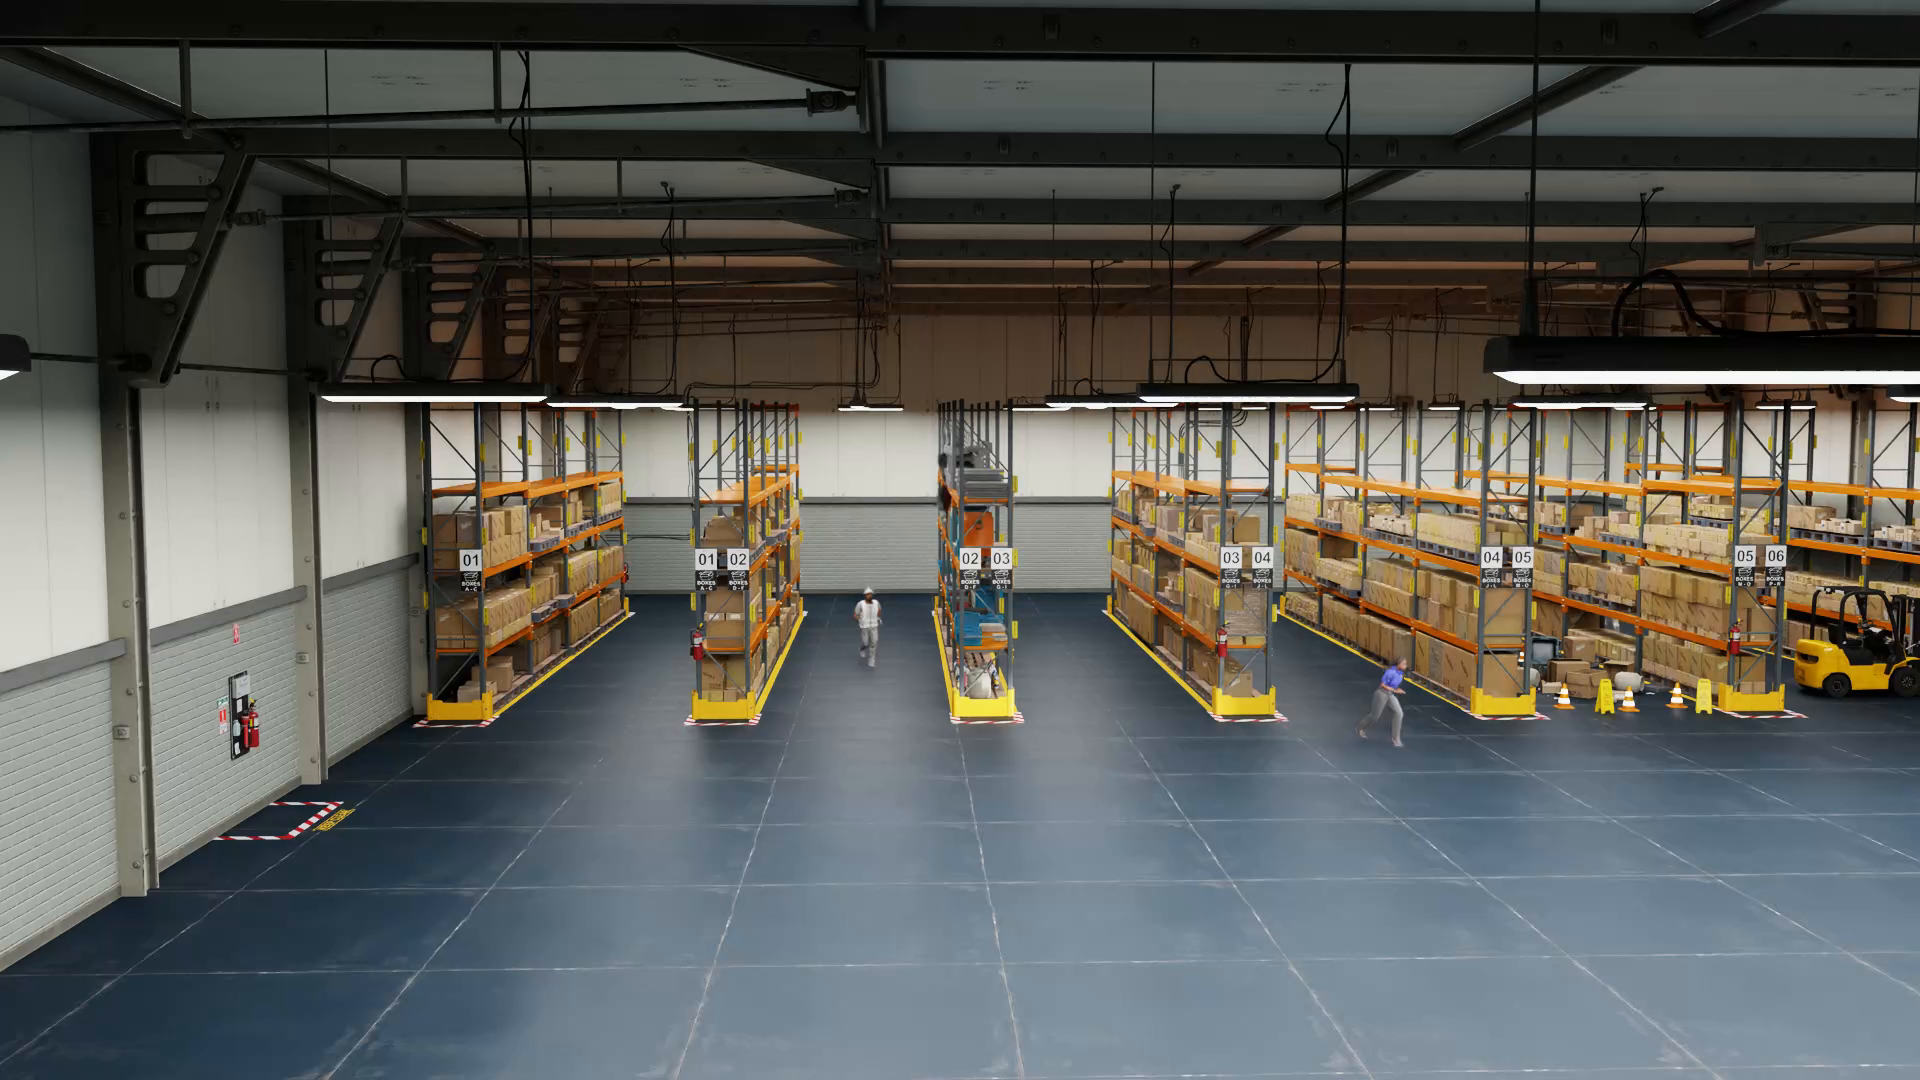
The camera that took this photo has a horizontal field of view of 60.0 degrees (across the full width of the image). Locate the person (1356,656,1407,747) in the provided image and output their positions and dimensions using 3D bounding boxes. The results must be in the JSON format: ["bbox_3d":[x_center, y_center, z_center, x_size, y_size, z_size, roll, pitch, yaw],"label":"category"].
[{"bbox_3d":[7.329,2.776,28.885,0.961,1.615,0.618,4,6,44],"label":"person"}]

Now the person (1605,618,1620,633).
[{"bbox_3d":[16.477,1.634,42.156,0.588,1.831,0.835,0,4,-4],"label":"person"}]

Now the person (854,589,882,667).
[{"bbox_3d":[-2.072,1.979,37.808,0.683,1.765,0.849,-1,5,-17],"label":"person"}]
